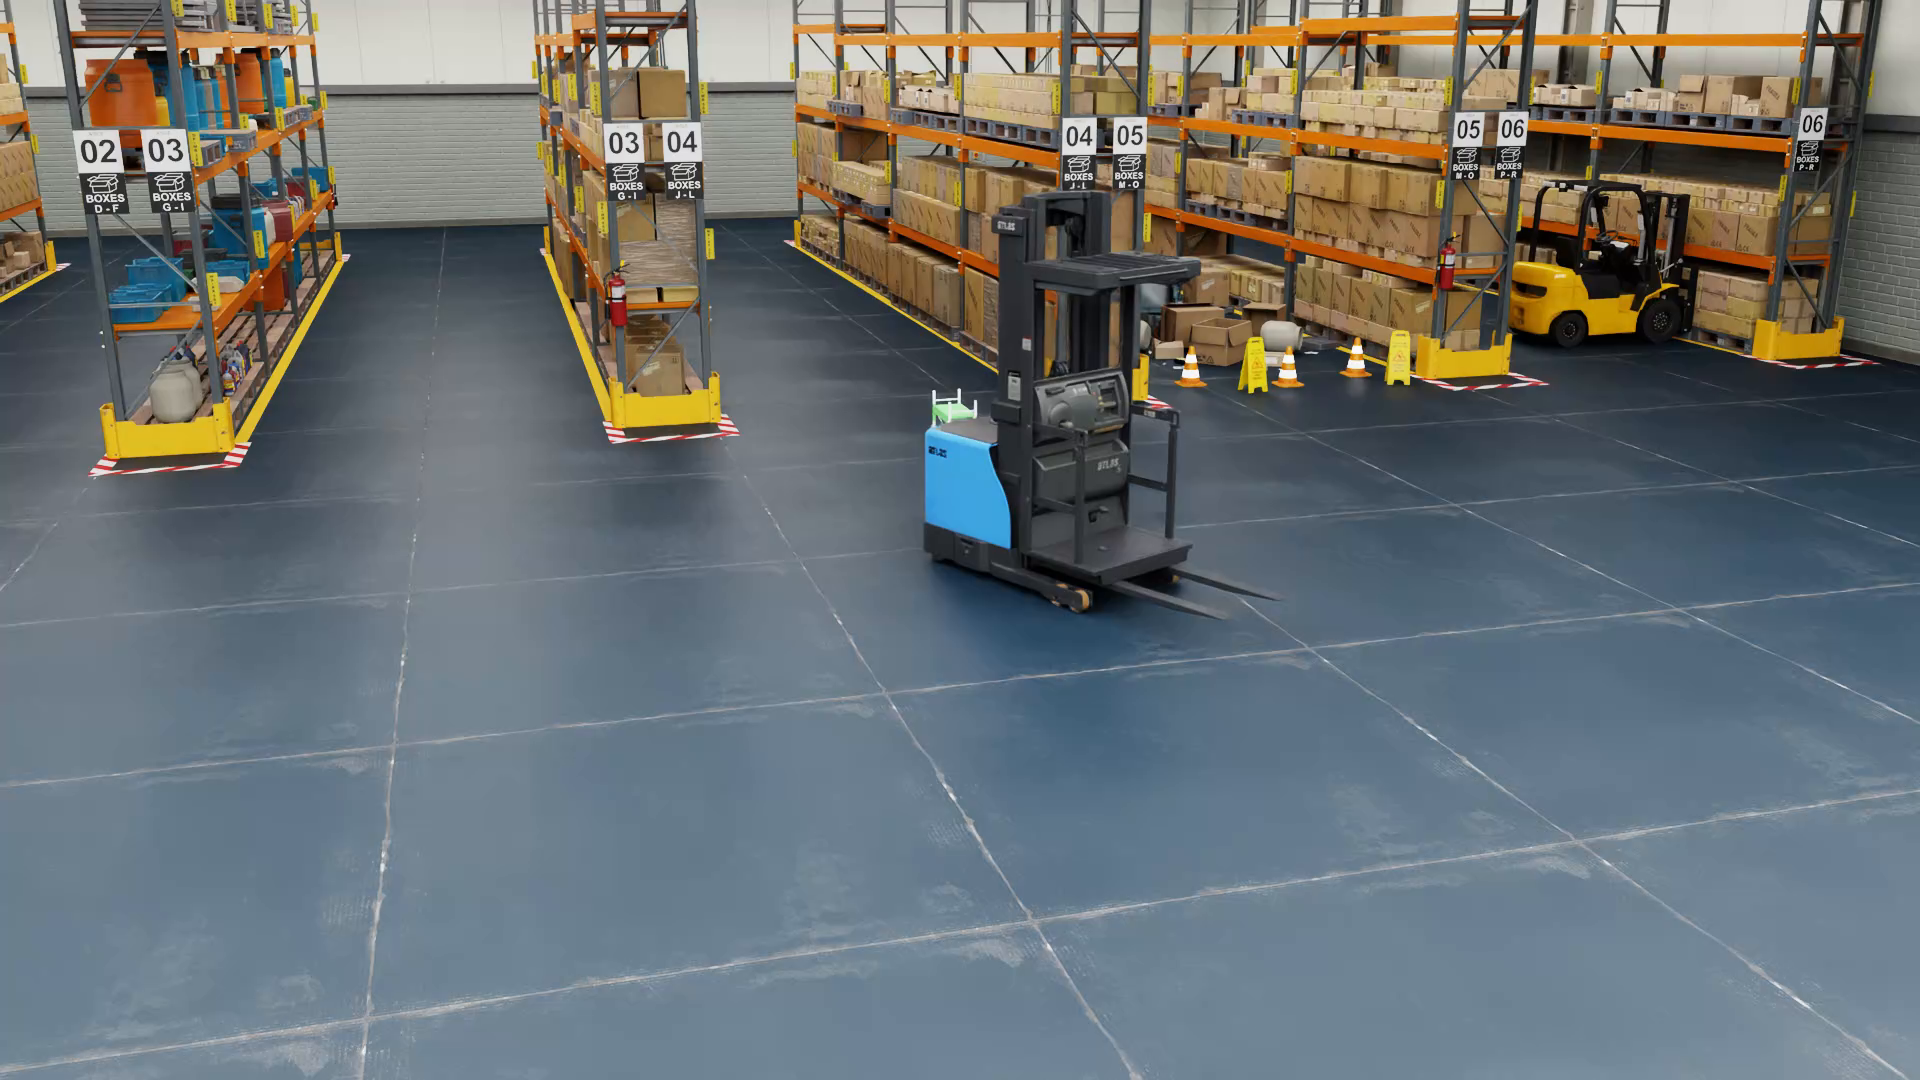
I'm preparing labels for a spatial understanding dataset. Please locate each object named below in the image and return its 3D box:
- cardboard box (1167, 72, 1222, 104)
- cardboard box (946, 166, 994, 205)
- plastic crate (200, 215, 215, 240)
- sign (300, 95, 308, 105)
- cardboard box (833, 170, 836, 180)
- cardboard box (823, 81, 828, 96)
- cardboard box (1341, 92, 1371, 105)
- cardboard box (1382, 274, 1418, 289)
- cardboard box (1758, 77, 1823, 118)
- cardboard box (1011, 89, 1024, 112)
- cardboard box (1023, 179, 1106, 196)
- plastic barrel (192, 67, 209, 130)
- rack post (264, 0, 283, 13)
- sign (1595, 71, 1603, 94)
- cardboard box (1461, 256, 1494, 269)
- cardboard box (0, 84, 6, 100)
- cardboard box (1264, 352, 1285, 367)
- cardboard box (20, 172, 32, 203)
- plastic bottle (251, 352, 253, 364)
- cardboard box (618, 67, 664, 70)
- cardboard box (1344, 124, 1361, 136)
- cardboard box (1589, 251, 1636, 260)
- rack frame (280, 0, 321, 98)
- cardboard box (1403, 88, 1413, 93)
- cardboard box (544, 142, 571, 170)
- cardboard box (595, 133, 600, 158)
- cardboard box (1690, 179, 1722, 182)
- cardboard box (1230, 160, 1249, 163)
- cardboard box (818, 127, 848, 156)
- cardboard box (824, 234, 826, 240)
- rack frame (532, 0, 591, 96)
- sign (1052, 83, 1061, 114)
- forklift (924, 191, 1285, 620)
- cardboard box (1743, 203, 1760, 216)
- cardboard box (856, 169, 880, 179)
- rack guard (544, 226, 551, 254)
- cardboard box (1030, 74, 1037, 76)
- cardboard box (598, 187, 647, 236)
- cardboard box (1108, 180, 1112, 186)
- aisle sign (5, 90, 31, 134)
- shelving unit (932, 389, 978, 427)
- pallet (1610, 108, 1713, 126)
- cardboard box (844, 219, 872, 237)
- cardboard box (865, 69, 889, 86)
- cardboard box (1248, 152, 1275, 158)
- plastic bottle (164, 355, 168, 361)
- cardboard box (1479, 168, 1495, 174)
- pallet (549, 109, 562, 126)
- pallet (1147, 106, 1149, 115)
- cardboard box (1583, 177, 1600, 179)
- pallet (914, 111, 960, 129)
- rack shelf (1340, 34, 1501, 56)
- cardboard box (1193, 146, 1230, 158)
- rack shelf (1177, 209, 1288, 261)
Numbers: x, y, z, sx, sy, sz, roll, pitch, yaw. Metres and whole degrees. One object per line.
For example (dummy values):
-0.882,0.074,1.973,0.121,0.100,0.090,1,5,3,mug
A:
3.877,-7.489,27.546,0.797,0.503,0.637,-6,18,-19,cardboard box
0.208,-4.989,23.437,0.700,0.500,0.500,-5,17,-16,cardboard box
-10.016,-4.094,22.256,0.402,0.464,0.583,-5,17,-15,plastic crate
-10.735,-7.125,27.227,0.100,0.325,0.005,-5,17,-15,sign
-2.040,-6.475,29.482,0.380,0.149,0.250,-4,17,-14,cardboard box
-2.209,-8.253,30.391,0.500,0.250,0.500,-5,18,-18,cardboard box
5.324,-5.905,22.234,0.380,0.149,0.250,-5,18,-17,cardboard box
5.687,-3.348,21.502,0.380,0.149,0.250,-4,17,-14,cardboard box
10.739,-5.727,21.511,0.500,0.500,0.500,-4,17,-13,cardboard box
0.915,-5.224,19.756,0.500,0.250,0.500,-5,17,-16,cardboard box
1.264,-4.082,20.191,0.875,0.550,0.550,-5,17,-15,cardboard box
-9.415,-5.228,20.058,0.600,0.901,0.708,-5,17,-15,plastic barrel
-11.063,-8.242,25.881,0.937,0.300,0.954,-5,17,-16,rack post
9.477,-6.786,24.669,0.100,0.325,0.005,-5,17,-15,sign
6.430,-3.487,20.782,0.380,0.149,0.250,-5,17,-15,cardboard box
-16.470,-7.562,28.090,0.500,0.250,0.500,-5,17,-15,cardboard box
4.022,-2.334,21.463,0.380,0.149,0.250,4,17,13,cardboard box
-16.597,-6.159,29.068,0.500,0.500,0.500,-5,17,-15,cardboard box
-8.667,-2.223,20.237,0.097,0.201,0.097,0,17,0,plastic bottle
-3.935,-5.582,20.546,0.500,0.500,0.500,-5,17,-17,cardboard box
5.344,-5.450,22.105,0.380,0.149,0.250,-5,17,-16,cardboard box
9.827,-4.201,25.035,0.500,0.250,0.500,-5,17,-16,cardboard box
-12.364,-9.620,30.337,1.000,3.000,0.127,-5,17,-15,rack frame
8.239,-8.096,30.043,0.380,0.149,0.250,-4,17,-14,cardboard box
-7.444,-7.133,30.926,0.500,0.500,0.500,-5,17,-17,cardboard box
-3.721,-4.329,18.196,0.500,0.250,0.500,-5,17,-15,cardboard box
10.695,-5.076,23.819,0.380,0.149,0.250,-5,17,-16,cardboard box
4.670,-5.855,26.809,0.500,0.500,0.500,-5,17,-16,cardboard box
-2.369,-7.460,31.143,0.500,0.500,0.500,-4,17,-14,cardboard box
-2.392,-5.805,31.772,0.380,0.149,0.250,-6,18,-18,cardboard box
-7.602,-10.012,31.641,1.000,3.000,0.127,-5,17,-15,rack frame
1.067,-4.861,18.305,0.100,0.325,0.005,-5,17,-15,sign
1.059,-1.038,12.311,1.130,2.935,3.031,-14,22,-39,forklift
10.632,-4.391,22.054,0.380,0.149,0.250,-4,17,-14,cardboard box
-1.535,-6.113,27.762,0.380,0.149,0.250,-4,17,-13,cardboard box
-7.608,-5.948,32.886,1.175,0.500,0.348,-5,17,-15,rack guard
1.106,-5.846,21.134,0.380,0.149,0.250,-4,17,-14,cardboard box
-3.736,-3.653,18.470,0.500,0.500,0.500,-5,17,-15,cardboard box
3.037,-6.458,30.499,0.500,0.250,0.500,-5,17,-17,cardboard box
-16.852,-7.645,29.669,0.394,0.787,0.004,-5,17,-15,aisle sign
-0.046,-0.621,13.932,0.258,1.200,0.503,-5,17,-15,shelving unit
10.255,-6.157,24.174,1.003,0.211,1.213,-5,17,-15,pallet
-1.757,-5.534,29.474,0.500,0.250,0.500,-5,18,-18,cardboard box
-1.341,-7.587,27.277,0.396,0.266,0.258,-5,17,-15,cardboard box
6.564,-8.240,35.912,0.500,0.250,0.500,-5,17,-15,cardboard box
-9.075,-1.944,19.050,0.144,0.351,0.185,-5,17,-16,plastic bottle
8.871,-6.207,28.101,0.380,0.149,0.250,-4,17,-14,cardboard box
-5.631,-6.446,25.312,1.213,0.211,1.003,-4,17,-13,pallet
3.587,-7.539,28.949,1.003,0.211,1.213,-4,17,-13,pallet
10.015,-5.617,26.135,0.380,0.149,0.250,-5,17,-15,cardboard box
-0.068,-6.153,24.337,1.003,0.211,1.213,-4,17,-13,pallet
8.347,-8.993,30.195,1.077,0.370,4.000,-5,17,-15,rack shelf
4.225,-6.392,28.106,0.500,0.500,0.500,-5,18,-17,cardboard box
4.675,-4.812,26.007,1.077,0.370,4.000,-5,17,-15,rack shelf
